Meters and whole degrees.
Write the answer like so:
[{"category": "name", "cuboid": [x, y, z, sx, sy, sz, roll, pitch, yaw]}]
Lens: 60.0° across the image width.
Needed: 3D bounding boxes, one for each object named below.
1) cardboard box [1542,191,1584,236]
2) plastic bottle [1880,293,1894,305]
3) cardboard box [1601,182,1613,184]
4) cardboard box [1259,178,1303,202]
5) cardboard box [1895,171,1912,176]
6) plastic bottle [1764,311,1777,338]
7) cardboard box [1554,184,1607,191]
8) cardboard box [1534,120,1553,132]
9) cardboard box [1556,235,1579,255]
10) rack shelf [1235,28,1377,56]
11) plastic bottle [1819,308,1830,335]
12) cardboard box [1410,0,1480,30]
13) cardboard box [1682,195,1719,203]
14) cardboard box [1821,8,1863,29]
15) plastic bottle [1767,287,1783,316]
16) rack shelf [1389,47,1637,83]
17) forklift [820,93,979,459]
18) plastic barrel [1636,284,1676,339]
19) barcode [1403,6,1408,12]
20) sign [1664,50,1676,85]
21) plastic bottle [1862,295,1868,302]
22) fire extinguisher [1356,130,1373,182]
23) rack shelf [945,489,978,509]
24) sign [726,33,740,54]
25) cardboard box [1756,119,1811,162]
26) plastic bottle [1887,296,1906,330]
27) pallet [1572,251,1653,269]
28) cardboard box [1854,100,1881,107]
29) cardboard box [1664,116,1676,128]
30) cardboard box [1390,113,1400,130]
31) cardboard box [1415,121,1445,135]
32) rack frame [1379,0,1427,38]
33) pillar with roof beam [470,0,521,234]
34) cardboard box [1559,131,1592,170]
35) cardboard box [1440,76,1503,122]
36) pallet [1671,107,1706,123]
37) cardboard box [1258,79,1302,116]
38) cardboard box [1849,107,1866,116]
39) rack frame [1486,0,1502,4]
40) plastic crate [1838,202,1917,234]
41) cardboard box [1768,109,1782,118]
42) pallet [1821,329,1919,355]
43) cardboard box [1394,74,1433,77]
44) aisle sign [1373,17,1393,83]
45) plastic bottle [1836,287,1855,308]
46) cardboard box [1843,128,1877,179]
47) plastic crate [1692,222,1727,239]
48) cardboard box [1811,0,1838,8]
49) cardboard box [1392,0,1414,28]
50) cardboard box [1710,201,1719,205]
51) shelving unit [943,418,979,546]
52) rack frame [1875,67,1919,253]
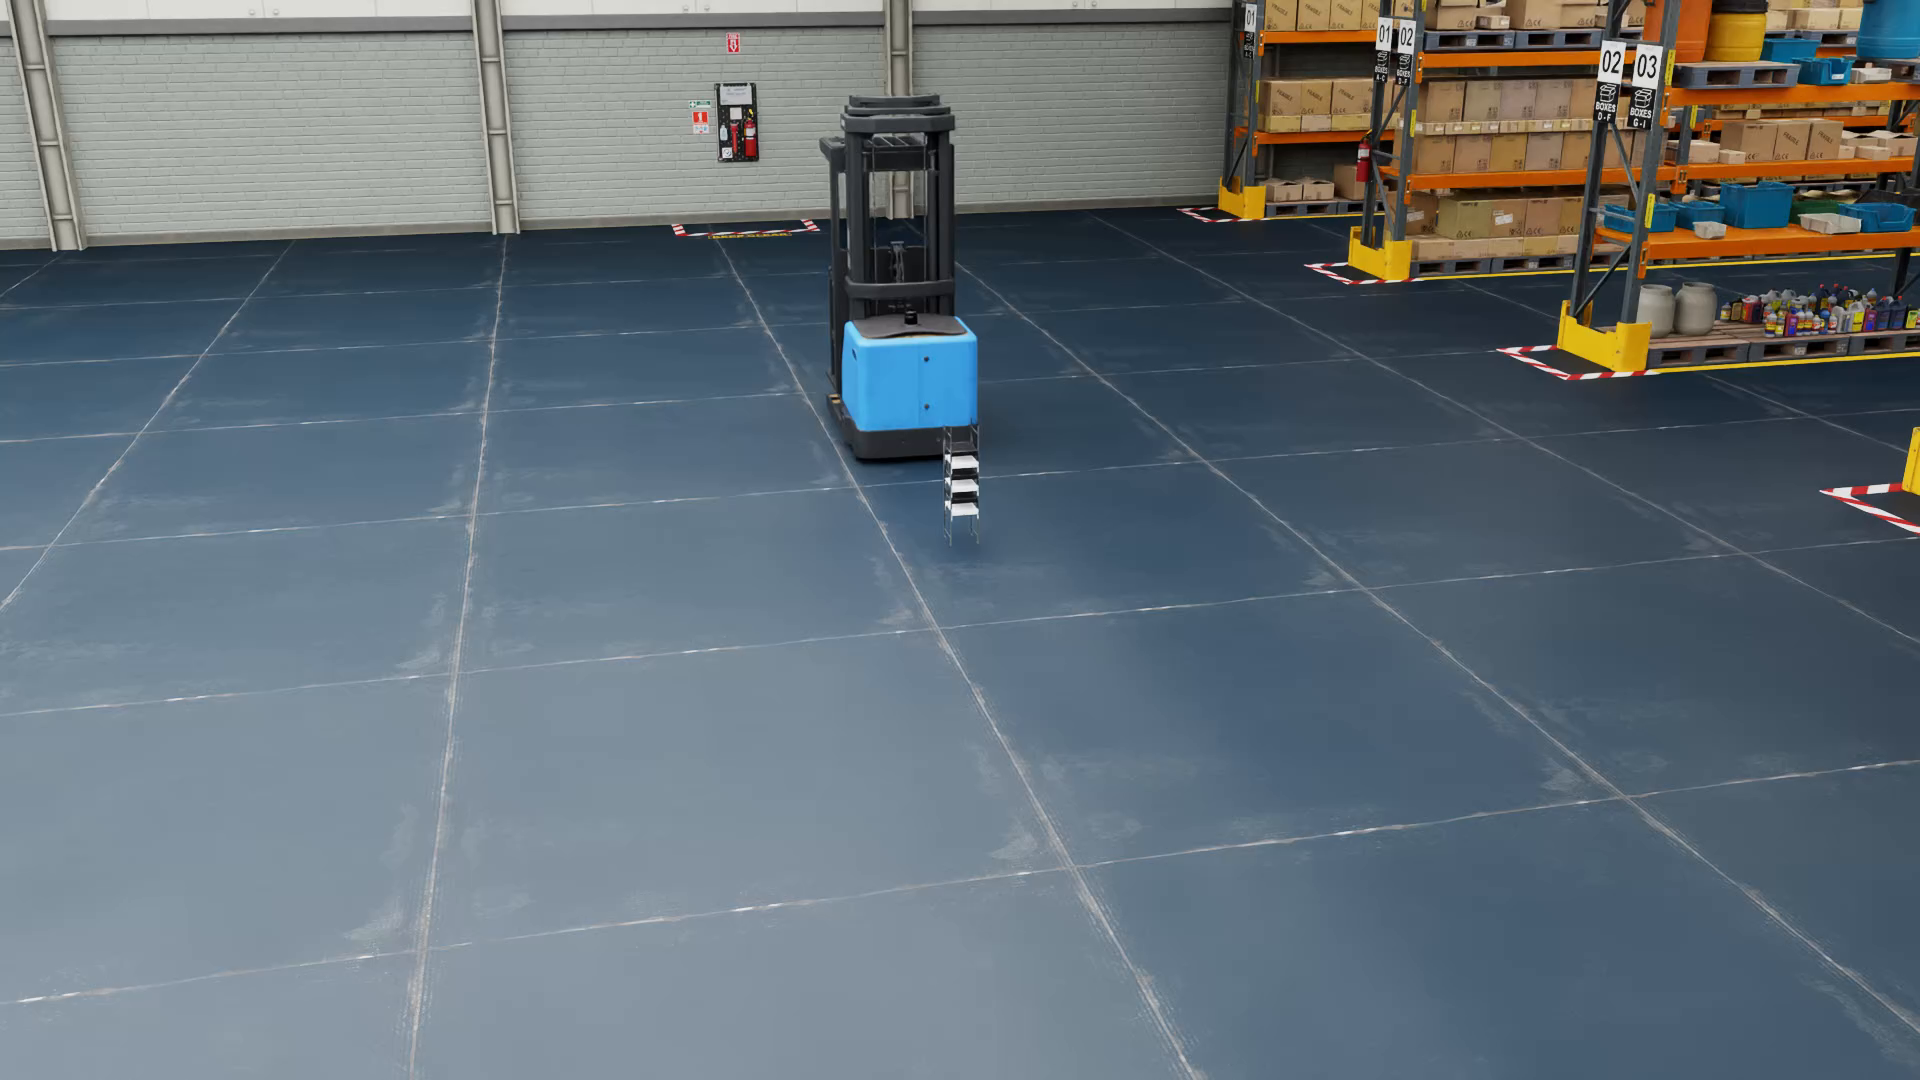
[{"category": "cardboard box", "cuboid": [8.071, -4.352, 22.132, 0.500, 0.500, 0.500, -5, 21, -12]}, {"category": "plastic bottle", "cuboid": [9.989, -2.486, 17.951, 0.185, 0.351, 0.144, -5, 21, -12]}, {"category": "cardboard box", "cuboid": [10.502, -6.163, 27.772, 0.500, 0.500, 0.700, -5, 21, -13]}, {"category": "cardboard box", "cuboid": [5.105, -5.591, 26.485, 0.500, 0.311, 0.500, -7, 21, -19]}, {"category": "cardboard box", "cuboid": [16.840, -6.620, 29.049, 0.500, 0.500, 0.700, -4, 21, -12]}, {"category": "plastic bottle", "cuboid": [8.526, -2.270, 17.479, 0.097, 0.271, 0.097, 0, 20, 0]}, {"category": "cardboard box", "cuboid": [8.439, -4.565, 22.712, 0.500, 0.500, 0.500, -5, 21, -12]}, {"category": "cardboard box", "cuboid": [7.482, -5.396, 21.596, 0.250, 0.149, 0.380, -4, 21, -12]}, {"category": "cardboard box", "cuboid": [8.074, -3.996, 22.250, 0.500, 0.250, 0.500, -5, 21, -12]}, {"category": "rack shelf", "cuboid": [6.357, -7.851, 26.071, 4.000, 0.370, 1.077, -5, 21, -12]}, {"category": "plastic bottle", "cuboid": [9.155, -2.321, 17.618, 0.097, 0.271, 0.097, 0, 20, 0]}, {"category": "cardboard box", "cuboid": [6.114, -6.728, 20.995, 0.637, 0.503, 0.797, -3, 20, -9]}, {"category": "cardboard box", "cuboid": [10.280, -4.621, 23.141, 0.500, 0.311, 0.500, -4, 21, -11]}, {"category": "cardboard box", "cuboid": [11.846, -6.989, 22.279, 0.500, 0.250, 0.500, -5, 21, -14]}, {"category": "plastic bottle", "cuboid": [8.924, -2.597, 18.254, 0.185, 0.351, 0.144, -4, 20, -10]}, {"category": "rack shelf", "cuboid": [7.500, -6.193, 21.545, 4.000, 0.370, 1.077, -5, 21, -12]}, {"category": "forklift", "cuboid": [-0.640, -2.530, 14.959, 1.130, 2.935, 3.031, -4, 21, -11]}, {"category": "plastic barrel", "cuboid": [7.313, -2.412, 17.546, 0.421, 0.512, 0.421, 0, 20, 0]}, {"category": "barcode", "cuboid": [5.737, -6.830, 21.395, 0.075, 0.075, 0.001, -5, 21, -12]}, {"category": "sign", "cuboid": [6.813, -4.534, 15.957, 0.005, 0.325, 0.100, -5, 21, -12]}, {"category": "plastic bottle", "cuboid": [10.073, -2.628, 18.558, 0.097, 0.201, 0.097, 0, 20, 0]}, {"category": "fire extinguisher", "cuboid": [5.332, -5.074, 21.917, 0.183, 0.674, 0.296, -5, 21, -12]}, {"category": "rack shelf", "cuboid": [0.008, -0.307, 12.204, 0.200, 0.077, 0.258, -5, 21, -12]}, {"category": "sign", "cuboid": [-3.391, -7.430, 24.868, 0.199, 0.298, 0.001, -5, 21, -12]}, {"category": "cardboard box", "cuboid": [11.198, -5.464, 22.725, 0.500, 0.500, 0.500, -5, 21, -12]}, {"category": "plastic bottle", "cuboid": [10.023, -2.438, 17.820, 0.185, 0.351, 0.144, -5, 21, -14]}, {"category": "pallet", "cuboid": [8.663, -3.922, 22.715, 1.213, 0.211, 1.003, -5, 21, -12]}, {"category": "cardboard box", "cuboid": [15.203, -7.603, 28.103, 0.500, 0.500, 0.500, -4, 21, -12]}, {"category": "cardboard box", "cuboid": [9.231, -5.539, 21.986, 0.250, 0.149, 0.380, -5, 21, -13]}, {"category": "cardboard box", "cuboid": [6.939, -6.657, 26.315, 0.500, 0.250, 0.500, -5, 21, -13]}, {"category": "cardboard box", "cuboid": [5.986, -5.275, 21.264, 0.250, 0.149, 0.380, -5, 21, -13]}, {"category": "rack frame", "cuboid": [5.554, -7.781, 20.473, 0.127, 3.000, 1.000, -5, 21, -12]}, {"category": "pillar with roof beam", "cuboid": [-5.795, -7.393, 19.414, 0.400, 9.000, 9.100, -5, 21, -12]}, {"category": "cardboard box", "cuboid": [8.015, -5.208, 22.026, 0.500, 0.500, 0.700, -4, 21, -12]}, {"category": "cardboard box", "cuboid": [6.573, -5.700, 21.484, 0.500, 0.500, 0.700, -5, 21, -14]}, {"category": "pallet", "cuboid": [11.527, -7.073, 27.541, 1.003, 0.211, 1.213, -5, 21, -12]}, {"category": "cardboard box", "cuboid": [4.944, -6.850, 25.753, 0.500, 0.500, 0.500, -5, 21, -12]}, {"category": "cardboard box", "cuboid": [15.078, -7.268, 28.130, 0.250, 0.149, 0.380, -5, 21, -12]}, {"category": "rack frame", "cuboid": [8.303, -9.755, 25.863, 0.127, 3.000, 1.000, -5, 21, -12]}, {"category": "plastic crate", "cuboid": [9.568, -3.374, 17.381, 0.616, 0.251, 0.499, -5, 21, -12]}, {"category": "cardboard box", "cuboid": [13.562, -7.189, 27.916, 0.250, 0.149, 0.380, -4, 21, -11]}, {"category": "pallet", "cuboid": [9.920, -2.274, 18.215, 1.213, 0.211, 1.003, -5, 21, -12]}, {"category": "cardboard box", "cuboid": [7.294, -7.223, 26.769, 0.500, 0.500, 0.500, -5, 21, -13]}, {"category": "aisle sign", "cuboid": [5.423, -6.278, 21.312, 0.004, 0.787, 0.394, -5, 21, -12]}, {"category": "plastic bottle", "cuboid": [9.735, -2.612, 18.295, 0.185, 0.351, 0.144, -5, 21, -12]}, {"category": "cardboard box", "cuboid": [15.486, -6.665, 28.662, 0.750, 0.750, 0.750, -4, 21, -12]}, {"category": "plastic crate", "cuboid": [7.635, -3.145, 16.923, 0.250, 0.136, 0.298, -5, 21, -12]}, {"category": "cardboard box", "cuboid": [14.178, -9.117, 27.696, 0.500, 0.500, 0.700, -5, 21, -13]}, {"category": "cardboard box", "cuboid": [6.843, -8.188, 25.772, 0.500, 0.500, 0.500, -5, 21, -15]}, {"category": "cardboard box", "cuboid": [10.395, -4.437, 22.639, 0.500, 0.311, 0.500, -5, 21, -13]}, {"category": "shelving unit", "cuboid": [0.008, -0.423, 12.162, 0.210, 0.900, 0.258, -5, 21, -12]}, {"category": "rack frame", "cuboid": [13.339, -5.597, 23.234, 0.127, 3.000, 1.000, -5, 21, -12]}]
